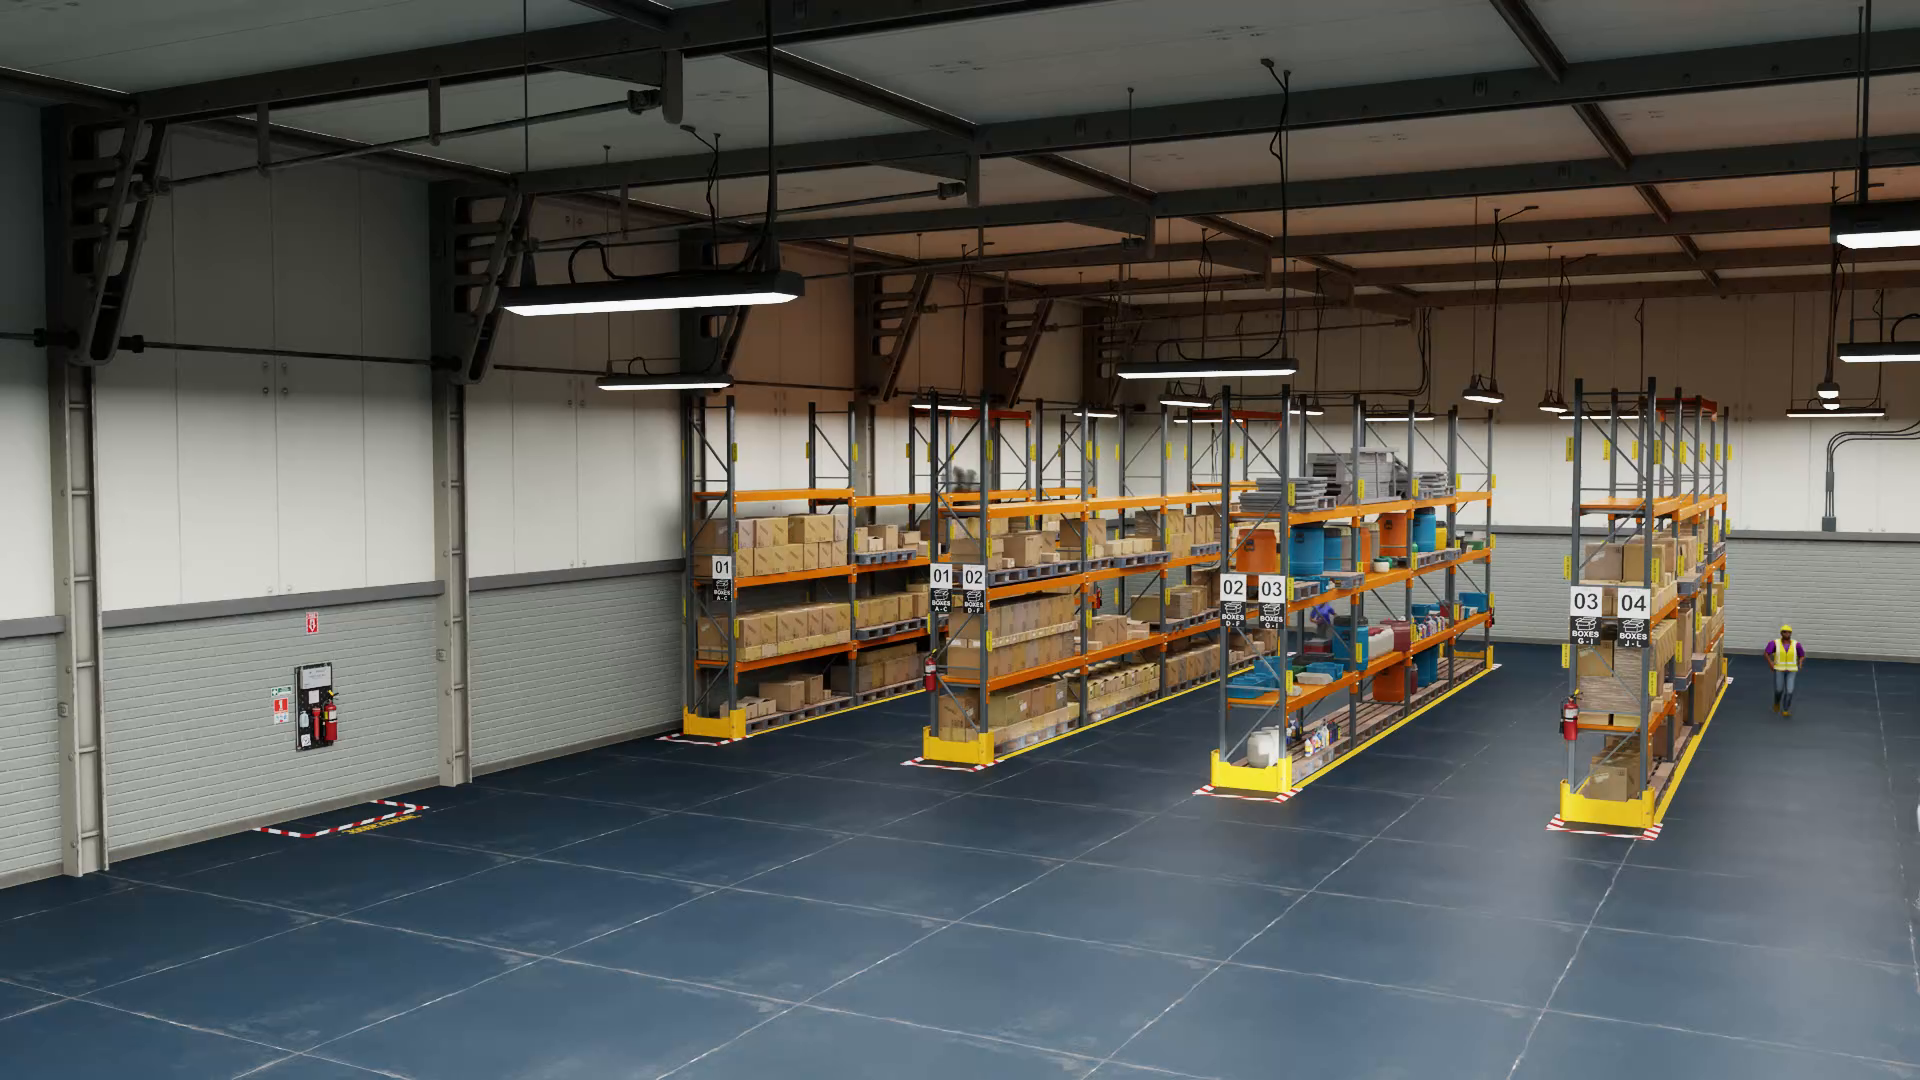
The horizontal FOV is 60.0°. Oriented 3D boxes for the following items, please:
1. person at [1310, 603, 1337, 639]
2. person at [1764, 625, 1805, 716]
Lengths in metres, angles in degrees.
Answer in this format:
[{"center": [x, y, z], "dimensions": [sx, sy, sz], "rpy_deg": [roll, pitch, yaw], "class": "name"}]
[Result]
[{"center": [8.588, 2.118, 39.347], "dimensions": [0.618, 1.616, 0.875], "rpy_deg": [1, 3, 13], "class": "person"}, {"center": [15.656, 2.477, 31.543], "dimensions": [0.694, 1.718, 0.593], "rpy_deg": [1, 3, 19], "class": "person"}]
